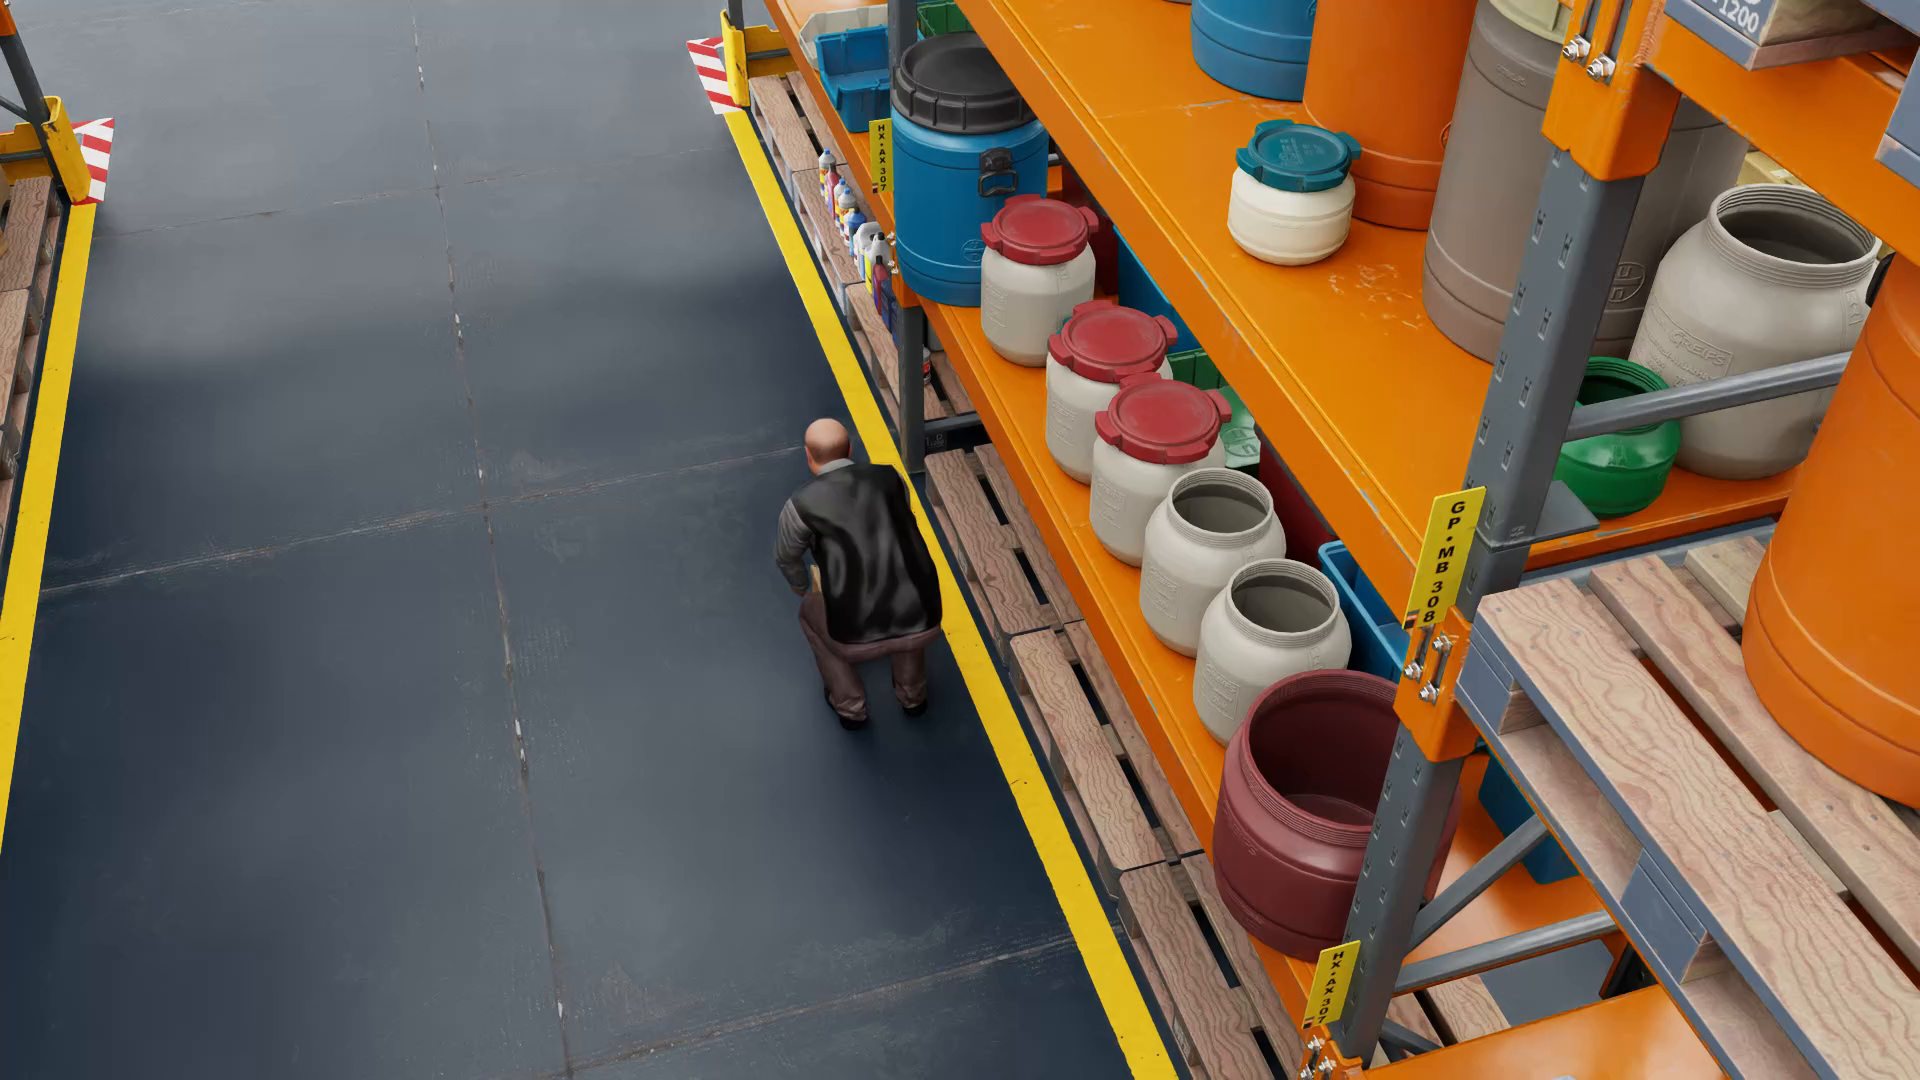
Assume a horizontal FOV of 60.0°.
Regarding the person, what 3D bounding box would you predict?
[{"bbox_3d":[-0.397,0.178,6.419,0.568,1.139,0.823,-12,43,-13],"label":"person"}]
